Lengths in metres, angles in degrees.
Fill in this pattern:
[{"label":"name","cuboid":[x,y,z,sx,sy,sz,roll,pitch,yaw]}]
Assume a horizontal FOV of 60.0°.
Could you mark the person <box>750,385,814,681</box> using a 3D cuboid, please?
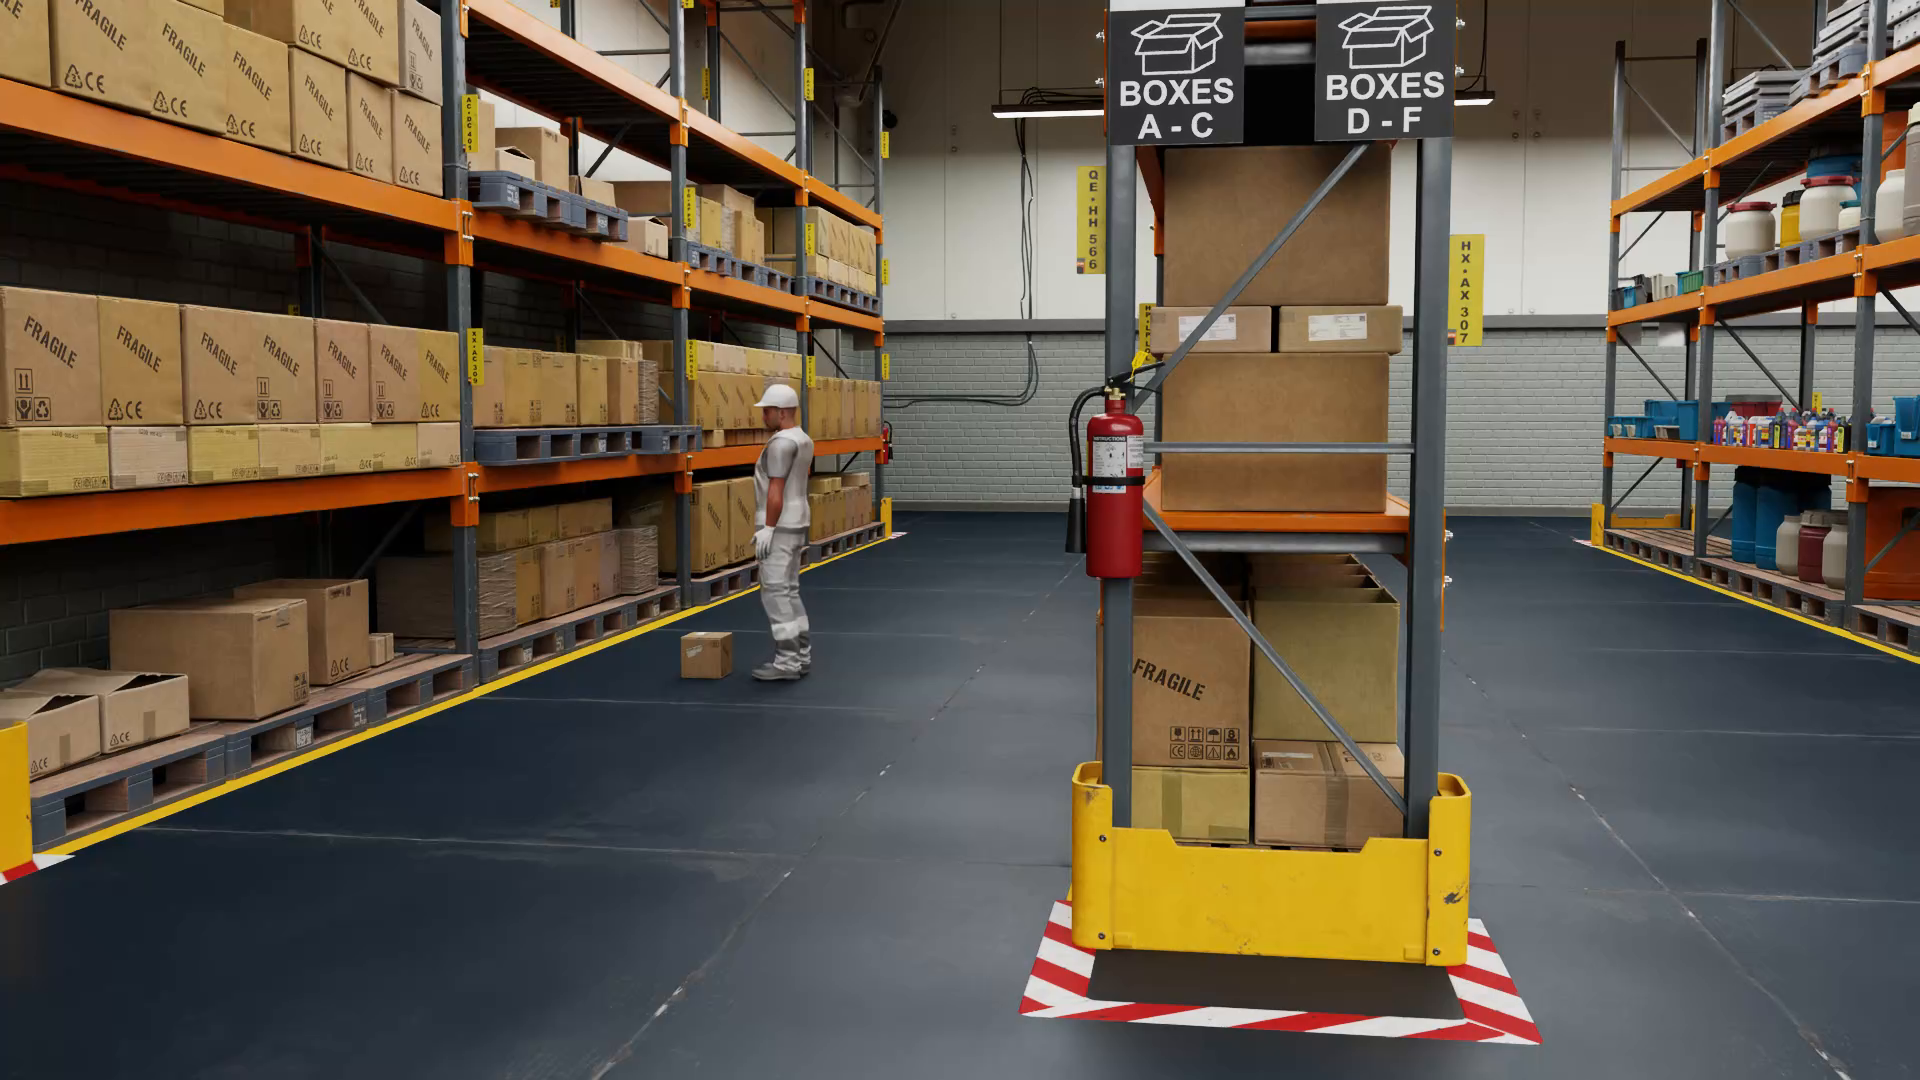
[{"label":"person","cuboid":[-1.081,-0.048,10.084,0.344,1.780,0.527,1,4,10]}]
